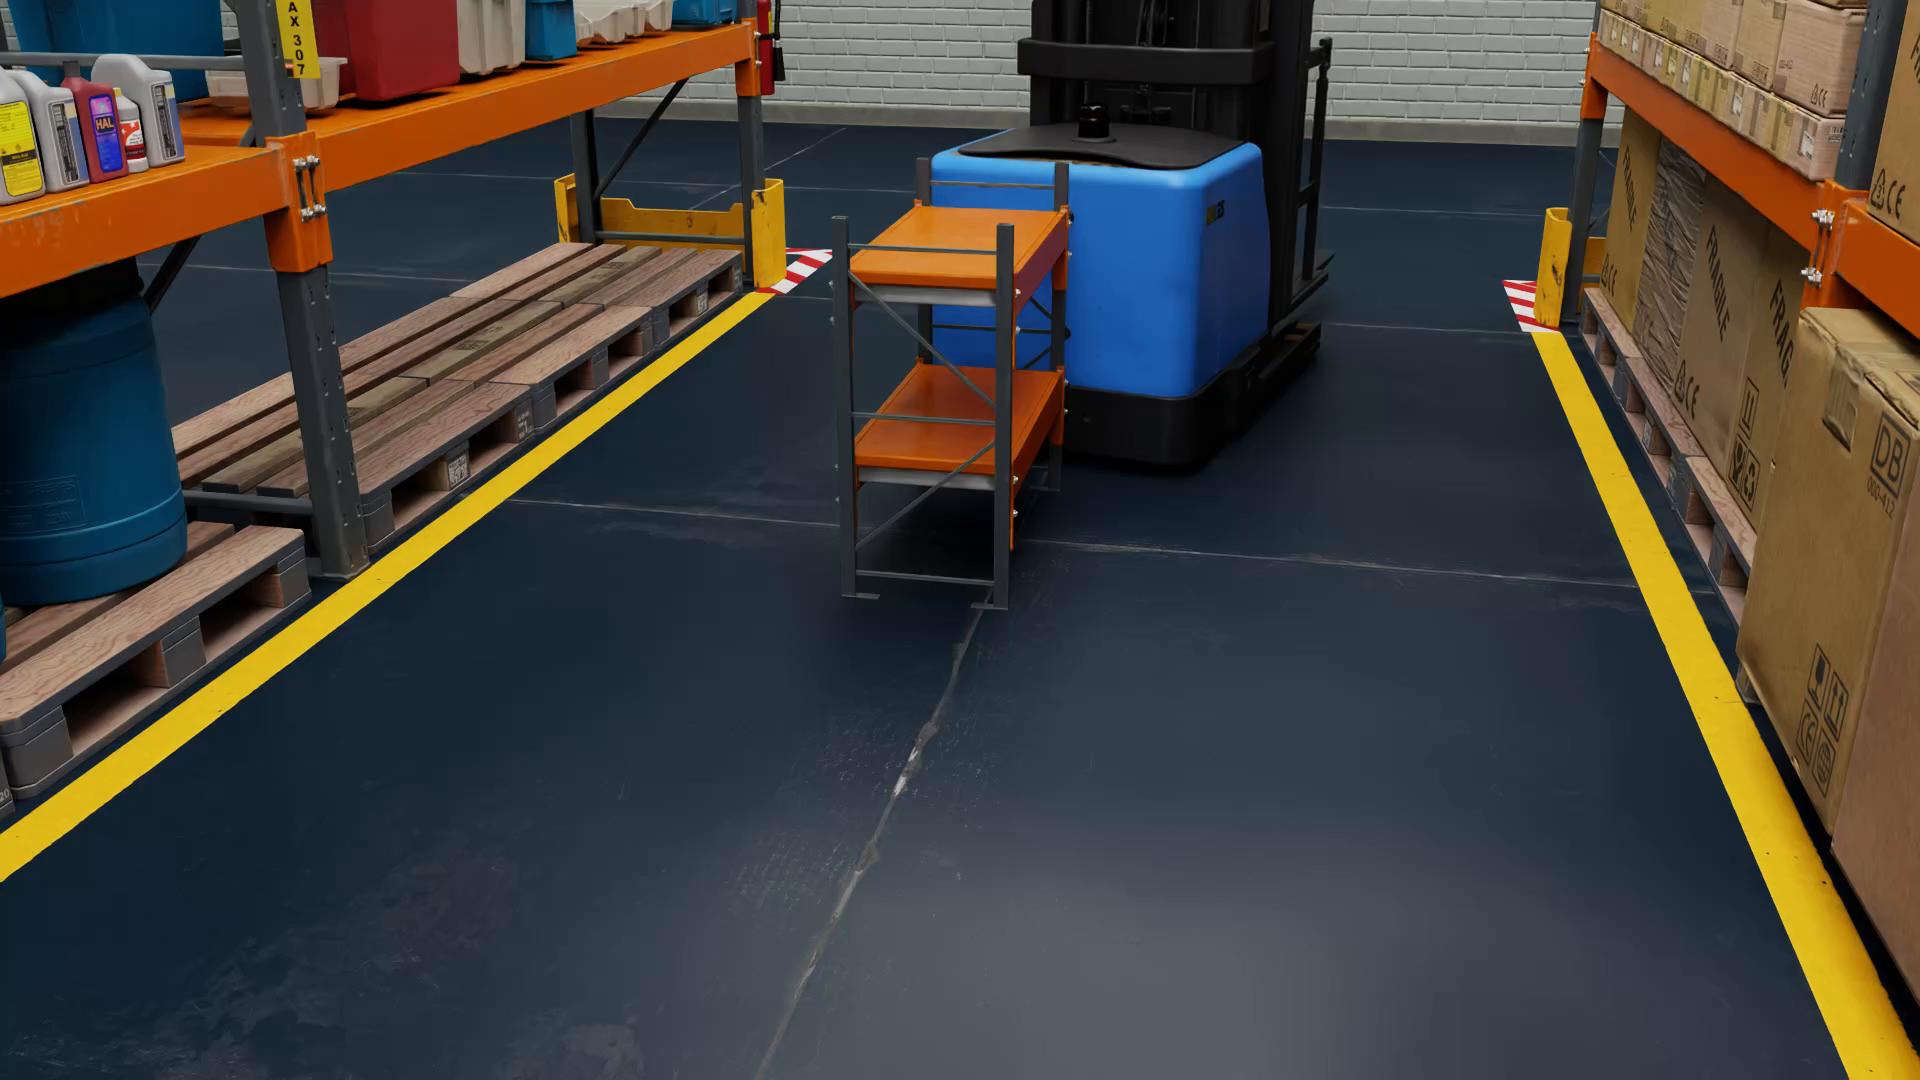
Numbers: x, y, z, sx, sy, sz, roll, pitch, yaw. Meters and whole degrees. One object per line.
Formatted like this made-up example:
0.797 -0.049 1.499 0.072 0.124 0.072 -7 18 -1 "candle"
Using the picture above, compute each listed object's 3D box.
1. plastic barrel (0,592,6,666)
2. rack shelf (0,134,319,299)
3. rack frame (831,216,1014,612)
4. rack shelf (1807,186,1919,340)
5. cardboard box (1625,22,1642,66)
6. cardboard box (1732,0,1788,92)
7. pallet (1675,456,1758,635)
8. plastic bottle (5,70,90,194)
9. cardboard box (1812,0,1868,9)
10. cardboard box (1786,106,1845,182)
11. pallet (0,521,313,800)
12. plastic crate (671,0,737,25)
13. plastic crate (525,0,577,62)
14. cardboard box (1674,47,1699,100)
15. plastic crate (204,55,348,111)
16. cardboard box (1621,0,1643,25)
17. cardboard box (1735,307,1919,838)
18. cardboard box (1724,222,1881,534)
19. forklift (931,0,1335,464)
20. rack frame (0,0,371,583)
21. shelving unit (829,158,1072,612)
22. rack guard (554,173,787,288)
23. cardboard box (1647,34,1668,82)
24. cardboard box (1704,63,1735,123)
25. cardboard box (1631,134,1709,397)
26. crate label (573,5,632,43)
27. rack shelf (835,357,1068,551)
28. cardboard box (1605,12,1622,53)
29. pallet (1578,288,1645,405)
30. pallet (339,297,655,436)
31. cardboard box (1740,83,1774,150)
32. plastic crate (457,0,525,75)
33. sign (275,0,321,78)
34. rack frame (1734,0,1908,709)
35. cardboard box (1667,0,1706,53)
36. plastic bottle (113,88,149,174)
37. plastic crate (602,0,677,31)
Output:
-2.596 -0.088 3.803 0.600 0.901 0.708 4 22 11 "plastic barrel"
-2.732 -0.258 2.941 1.077 0.370 4.000 4 22 11 "rack shelf"
-0.102 -0.338 4.688 0.500 1.125 0.032 4 22 11 "rack frame"
2.116 0.120 2.004 1.077 0.370 4.000 4 22 11 "rack shelf"
2.790 -1.904 6.402 0.380 0.149 0.250 4 22 10 "cardboard box"
2.461 -1.385 4.579 0.500 0.250 0.500 5 23 13 "cardboard box"
2.756 0.076 4.882 1.003 0.211 1.213 4 22 11 "pallet"
-2.163 -0.963 3.895 0.152 0.276 0.135 4 22 11 "plastic bottle"
2.357 -1.550 3.986 0.500 0.500 0.500 5 22 12 "cardboard box"
2.266 -0.965 4.071 0.380 0.149 0.250 5 22 11 "cardboard box"
-2.522 0.250 4.451 1.003 0.211 1.213 4 22 11 "pallet"
-1.394 -2.693 7.898 0.616 0.435 0.499 4 22 11 "plastic crate"
-1.676 -1.965 6.362 0.416 0.233 0.300 4 22 11 "plastic crate"
2.581 -1.528 5.469 0.380 0.149 0.250 5 22 12 "cardboard box"
-2.089 -1.388 5.057 0.396 0.136 0.243 4 22 11 "plastic crate"
2.879 -2.131 6.432 0.500 0.250 0.500 4 22 10 "cardboard box"
2.413 0.081 3.419 1.225 0.875 0.875 5 22 11 "cardboard box"
2.737 -0.390 4.588 0.875 0.875 0.875 4 22 11 "cardboard box"
0.941 -2.139 6.742 1.130 2.935 3.031 10 24 23 "forklift"
-2.324 -1.323 4.623 1.000 3.000 0.127 4 22 11 "rack frame"
0.001 -0.524 5.150 0.538 1.125 1.048 4 22 11 "shelving unit"
-1.516 -1.636 8.747 1.175 0.500 0.348 4 22 11 "rack guard"
2.685 -1.717 5.937 0.380 0.149 0.250 4 22 10 "cardboard box"
2.476 -1.342 5.006 0.380 0.149 0.250 5 22 12 "cardboard box"
3.103 -1.044 6.214 0.875 0.875 0.875 4 22 11 "cardboard box"
-1.603 -2.171 7.001 0.396 0.136 0.243 4 22 11 "crate label"
0.001 -0.297 5.241 0.538 0.278 1.000 4 22 11 "rack shelf"
2.894 -2.093 6.872 0.380 0.149 0.250 4 22 10 "cardboard box"
3.254 -0.816 7.098 1.003 0.211 1.213 4 22 11 "pallet"
-1.965 -0.749 6.930 1.003 0.211 1.213 4 22 11 "pallet"
2.371 -1.153 4.538 0.380 0.149 0.250 4 22 10 "cardboard box"
-1.832 -1.840 5.986 0.437 0.282 0.530 4 22 11 "plastic crate"
-1.786 -1.409 4.466 0.100 0.325 0.005 4 22 11 "sign"
2.525 -0.945 3.686 1.000 3.000 0.127 4 22 11 "rack frame"
2.671 -1.756 5.502 0.500 0.250 0.500 4 22 10 "cardboard box"
-2.085 -1.017 4.131 0.097 0.201 0.097 0 22 0 "plastic bottle"
-1.497 -2.379 7.519 0.396 0.136 0.243 4 22 11 "plastic crate"
